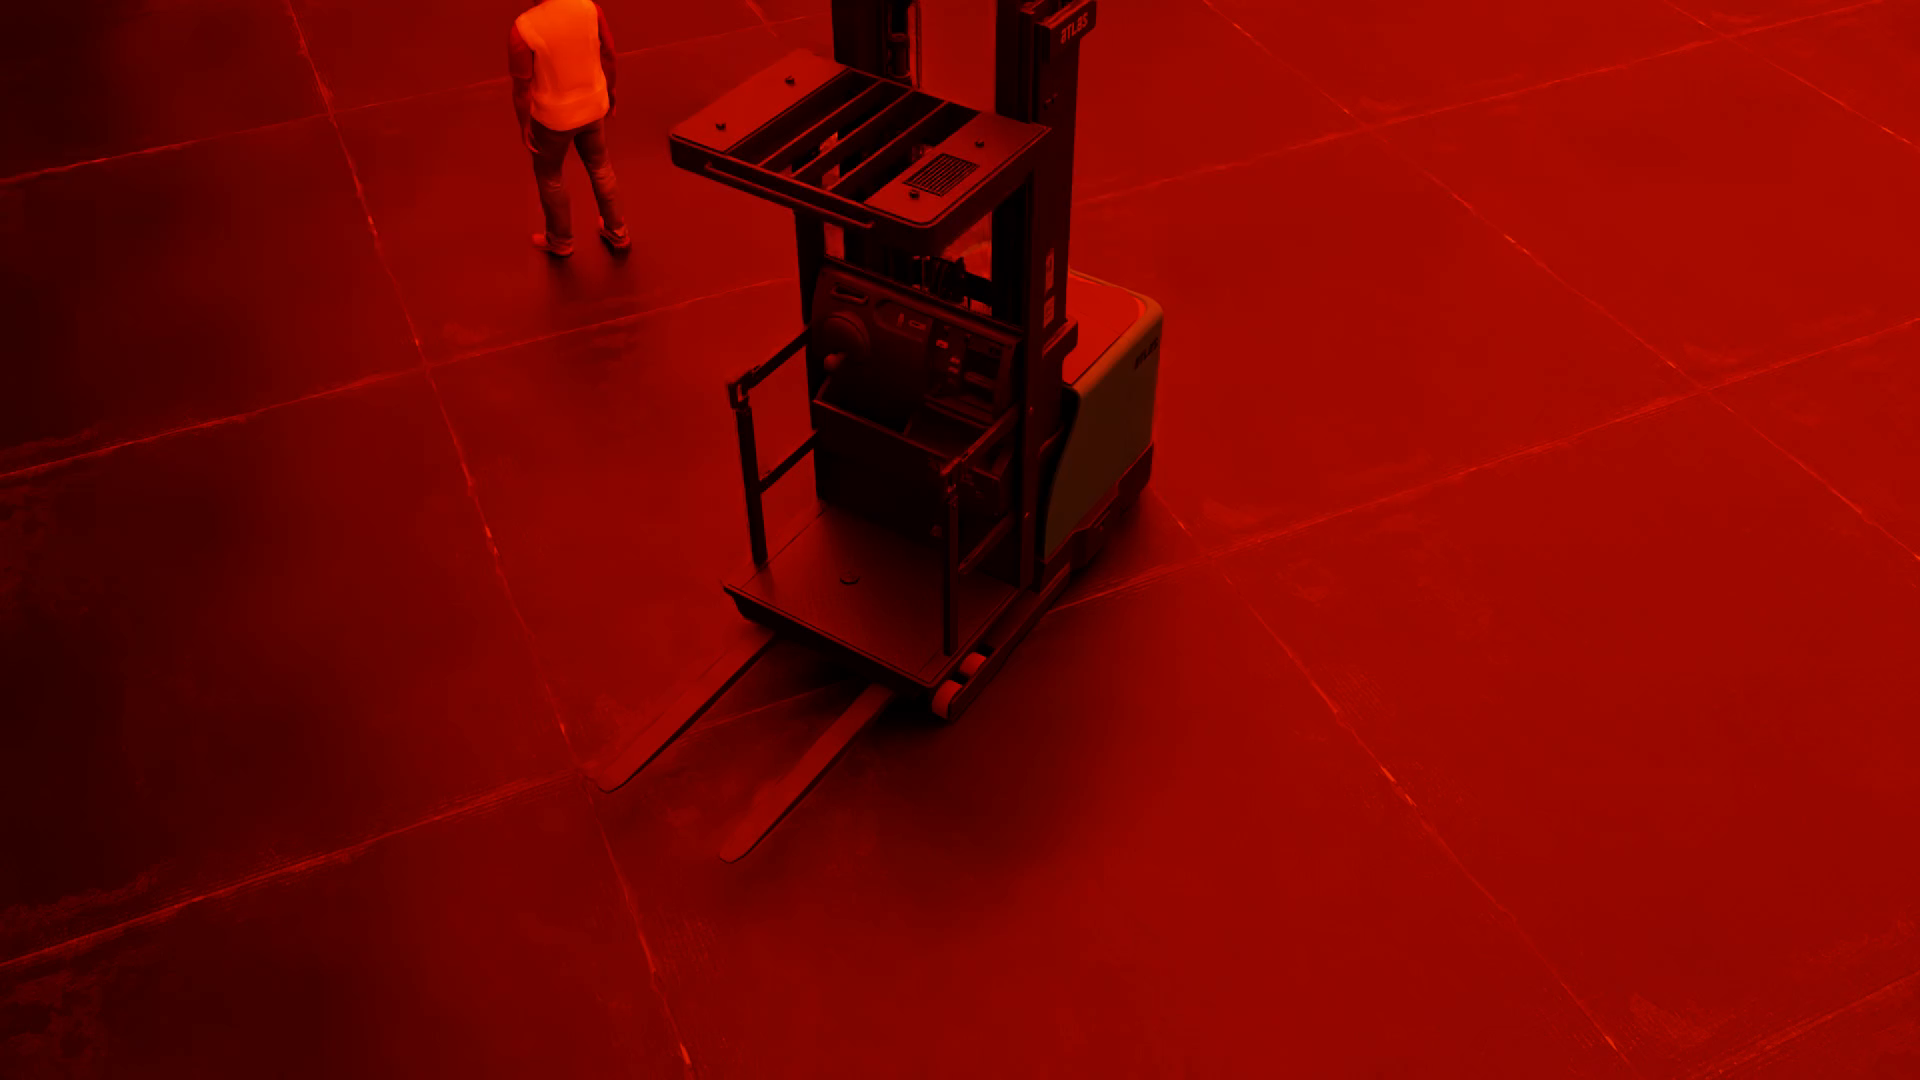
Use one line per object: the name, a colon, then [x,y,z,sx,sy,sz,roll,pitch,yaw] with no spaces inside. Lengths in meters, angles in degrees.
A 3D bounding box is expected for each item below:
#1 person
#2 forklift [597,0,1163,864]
person: [-2.163,-2.374,9.099,0.646,1.772,0.470,-29,50,-27]
forklift: [-0.307,-0.687,6.417,1.130,2.935,3.031,24,48,24]
